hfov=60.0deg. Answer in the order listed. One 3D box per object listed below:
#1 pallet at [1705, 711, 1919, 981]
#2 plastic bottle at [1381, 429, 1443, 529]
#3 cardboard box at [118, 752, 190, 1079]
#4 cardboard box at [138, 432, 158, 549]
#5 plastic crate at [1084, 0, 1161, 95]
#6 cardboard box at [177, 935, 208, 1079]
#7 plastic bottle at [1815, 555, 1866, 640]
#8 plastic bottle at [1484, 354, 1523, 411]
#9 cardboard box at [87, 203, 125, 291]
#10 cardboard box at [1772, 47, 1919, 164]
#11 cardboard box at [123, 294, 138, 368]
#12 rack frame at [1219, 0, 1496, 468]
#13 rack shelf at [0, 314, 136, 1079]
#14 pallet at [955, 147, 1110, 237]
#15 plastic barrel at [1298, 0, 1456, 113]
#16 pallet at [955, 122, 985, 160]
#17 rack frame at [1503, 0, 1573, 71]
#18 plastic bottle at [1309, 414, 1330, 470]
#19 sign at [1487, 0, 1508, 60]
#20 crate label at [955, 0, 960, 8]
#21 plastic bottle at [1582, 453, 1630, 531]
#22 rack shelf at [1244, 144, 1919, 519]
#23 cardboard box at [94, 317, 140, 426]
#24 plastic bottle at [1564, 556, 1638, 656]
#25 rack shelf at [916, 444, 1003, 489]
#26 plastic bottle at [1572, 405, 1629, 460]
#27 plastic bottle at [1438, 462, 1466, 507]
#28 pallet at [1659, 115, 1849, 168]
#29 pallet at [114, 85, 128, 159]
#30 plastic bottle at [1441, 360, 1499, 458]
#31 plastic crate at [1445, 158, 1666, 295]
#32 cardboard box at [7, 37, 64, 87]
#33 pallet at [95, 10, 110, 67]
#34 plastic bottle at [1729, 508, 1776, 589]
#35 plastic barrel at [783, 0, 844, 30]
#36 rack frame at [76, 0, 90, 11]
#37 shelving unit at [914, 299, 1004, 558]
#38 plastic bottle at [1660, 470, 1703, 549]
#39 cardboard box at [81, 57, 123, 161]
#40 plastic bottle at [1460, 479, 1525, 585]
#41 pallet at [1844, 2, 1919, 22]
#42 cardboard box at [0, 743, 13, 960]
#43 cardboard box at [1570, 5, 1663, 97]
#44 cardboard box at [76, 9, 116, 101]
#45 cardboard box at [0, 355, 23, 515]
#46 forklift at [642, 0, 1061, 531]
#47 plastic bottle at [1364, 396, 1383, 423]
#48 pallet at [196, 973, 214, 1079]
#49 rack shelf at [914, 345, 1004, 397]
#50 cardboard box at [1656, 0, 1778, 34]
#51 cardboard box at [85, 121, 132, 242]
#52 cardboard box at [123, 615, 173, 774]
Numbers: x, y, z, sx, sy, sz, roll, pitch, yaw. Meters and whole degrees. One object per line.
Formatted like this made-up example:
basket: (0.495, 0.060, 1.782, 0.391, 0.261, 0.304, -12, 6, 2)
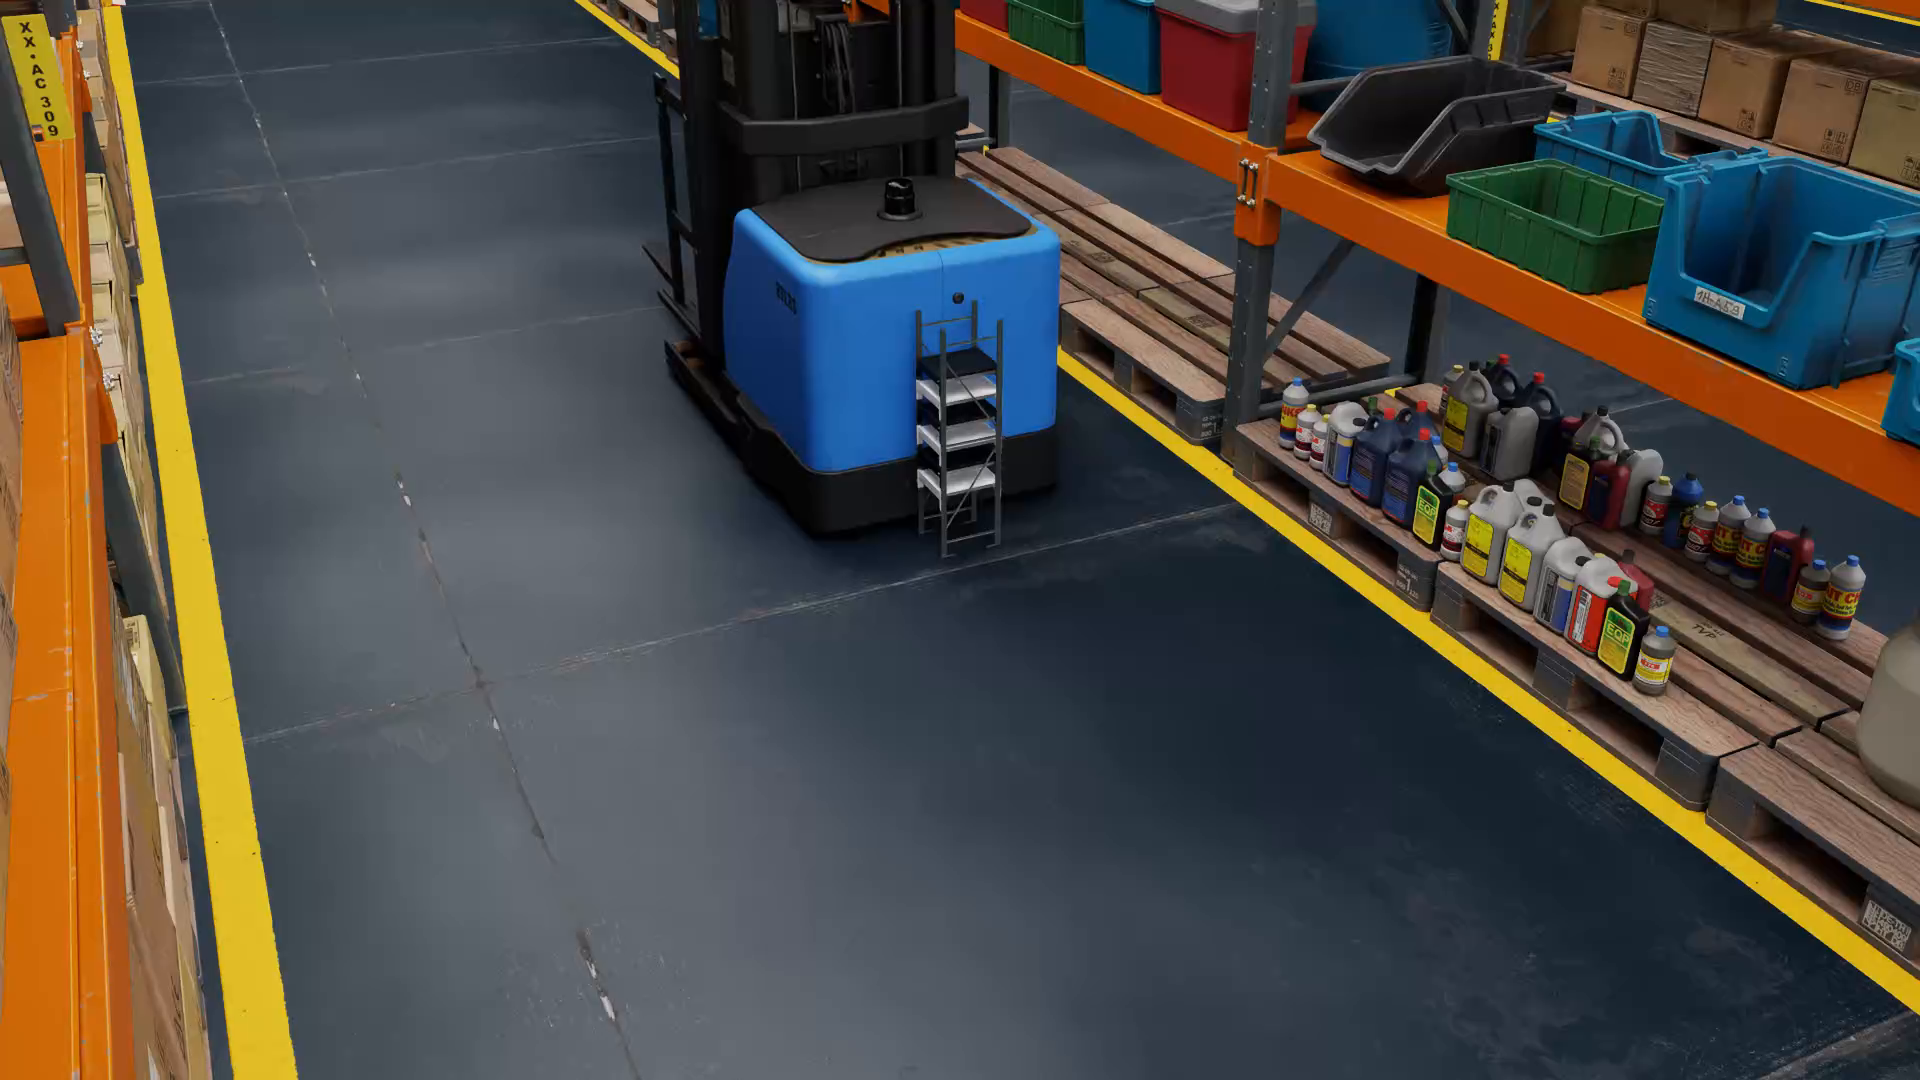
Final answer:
pallet: (2.844, 0.874, 4.476, 1.003, 0.211, 1.213, -13, 32, -22)
plastic bottle: (1.599, -0.235, 5.861, 0.144, 0.351, 0.185, -15, 32, -24)
cardboard box: (-1.883, 0.822, 3.332, 0.500, 0.500, 0.500, -13, 32, -22)
cardboard box: (-3.097, -0.127, 5.792, 0.500, 0.250, 0.500, -12, 32, -21)
plastic crate: (0.792, -2.141, 7.017, 0.392, 0.384, 0.575, -13, 32, -22)
cardboard box: (-1.884, 1.149, 3.515, 0.500, 0.250, 0.500, -13, 32, -22)
plastic bottle: (2.766, 0.173, 5.214, 0.097, 0.271, 0.097, 0, 29, 0)
plastic bottle: (2.083, -0.538, 6.401, 0.144, 0.351, 0.185, -14, 32, -23)
cardboard box: (-3.970, -1.275, 7.265, 0.500, 0.311, 0.500, -14, 32, -23)
cardboard box: (5.347, -2.605, 9.934, 0.700, 0.500, 0.500, -16, 33, -26)
cardboard box: (-3.763, -0.807, 7.004, 0.500, 0.250, 0.500, -12, 32, -21)
rack frame: (1.546, -1.726, 6.260, 1.000, 3.000, 0.127, -13, 32, -22)
rack shelf: (-2.071, 0.510, 3.009, 1.077, 0.370, 4.000, -13, 32, -22)
pallet: (0.126, -1.926, 9.469, 1.003, 0.211, 1.213, -13, 32, -22)
plastic barrel: (1.654, -2.178, 6.556, 0.600, 0.901, 0.708, -13, 32, -22)
pallet: (-0.547, -2.616, 10.699, 1.003, 0.211, 1.213, -13, 32, -22)
rack frame: (4.302, -4.532, 11.266, 1.000, 3.000, 0.127, -13, 32, -22)
plastic bottle: (1.374, -0.374, 6.262, 0.097, 0.201, 0.097, 0, 29, 0)
sign: (2.048, -1.957, 6.390, 0.100, 0.325, 0.005, -13, 32, -22)
crate label: (0.011, -3.012, 8.519, 0.502, 0.435, 0.616, -13, 32, -22)
plastic bottle: (2.274, -0.186, 5.842, 0.061, 0.283, 0.133, -13, 32, -22)
rack shelf: (2.405, -0.528, 4.861, 1.077, 0.370, 4.000, -13, 32, -22)
cardboard box: (-3.315, -0.601, 6.064, 0.500, 0.311, 0.500, -14, 32, -24)
plastic bottle: (1.996, 0.201, 5.159, 0.152, 0.276, 0.135, -13, 32, -22)
rack shelf: (-0.003, -0.289, 6.097, 0.258, 0.077, 0.200, -13, 32, -22)
plastic bottle: (2.304, -0.311, 5.996, 0.144, 0.351, 0.185, -13, 32, -22)
plastic bottle: (1.696, -0.143, 5.778, 0.097, 0.271, 0.097, 0, 29, 0)
pallet: (5.156, -2.433, 10.372, 1.003, 0.211, 1.213, -13, 32, -22)
pallet: (-5.980, -2.653, 10.766, 1.003, 0.211, 1.213, -13, 32, -22)
plastic bottle: (1.953, -0.508, 6.347, 0.144, 0.351, 0.185, -13, 32, -22)
plastic crate: (1.874, -0.974, 5.137, 0.450, 0.188, 0.662, -13, 32, -22)
cardboard box: (-4.011, -2.005, 7.016, 0.380, 0.149, 0.250, -13, 32, -22)
pallet: (-7.185, -3.848, 12.897, 1.003, 0.211, 1.213, -13, 32, -22)
plastic bottle: (2.619, 0.022, 5.484, 0.097, 0.271, 0.097, 0, 29, 0)
plastic barrel: (-0.881, -3.335, 11.167, 0.600, 0.588, 0.708, -13, 32, -22)
rack frame: (-6.364, -4.221, 10.711, 1.000, 3.000, 0.127, -13, 32, -22)
shelving unit: (-0.003, -0.396, 6.036, 0.258, 0.900, 0.210, -13, 32, -22)
plastic bottle: (2.489, -0.112, 5.722, 0.097, 0.271, 0.097, 0, 29, 0)
cardboard box: (-5.253, -2.499, 9.746, 0.500, 0.500, 0.500, -14, 32, -24)
plastic bottle: (1.781, -0.047, 5.526, 0.144, 0.351, 0.185, -13, 32, -22)
pallet: (8.491, -4.659, 14.342, 1.003, 0.211, 1.213, -13, 32, -22)
cardboard box: (-1.839, 0.376, 2.411, 0.700, 0.500, 0.500, -13, 32, -22)
cardboard box: (4.608, -3.342, 11.250, 0.700, 0.500, 0.500, -15, 33, -25)
cardboard box: (-5.893, -3.165, 10.933, 0.500, 0.500, 0.500, -13, 32, -22)
cardboard box: (-2.501, -0.304, 3.624, 0.700, 0.500, 0.500, -13, 32, -22)
forklift: (-0.688, -2.010, 6.838, 1.130, 2.935, 3.031, -13, 32, -21)
plastic bottle: (1.546, -0.385, 6.198, 0.061, 0.283, 0.133, -13, 32, -22)
pallet: (-2.098, 1.429, 3.486, 1.003, 0.211, 1.213, -13, 32, -22)
rack shelf: (-0.003, -0.603, 5.921, 0.258, 0.077, 0.200, -13, 32, -22)
cardboard box: (4.854, -3.439, 10.656, 0.500, 0.250, 0.500, -9, 31, -16)
cardboard box: (-4.584, -1.817, 8.529, 0.500, 0.500, 0.500, -12, 31, -20)
cardboard box: (-2.533, 0.488, 4.695, 0.500, 0.250, 0.500, -13, 32, -22)
